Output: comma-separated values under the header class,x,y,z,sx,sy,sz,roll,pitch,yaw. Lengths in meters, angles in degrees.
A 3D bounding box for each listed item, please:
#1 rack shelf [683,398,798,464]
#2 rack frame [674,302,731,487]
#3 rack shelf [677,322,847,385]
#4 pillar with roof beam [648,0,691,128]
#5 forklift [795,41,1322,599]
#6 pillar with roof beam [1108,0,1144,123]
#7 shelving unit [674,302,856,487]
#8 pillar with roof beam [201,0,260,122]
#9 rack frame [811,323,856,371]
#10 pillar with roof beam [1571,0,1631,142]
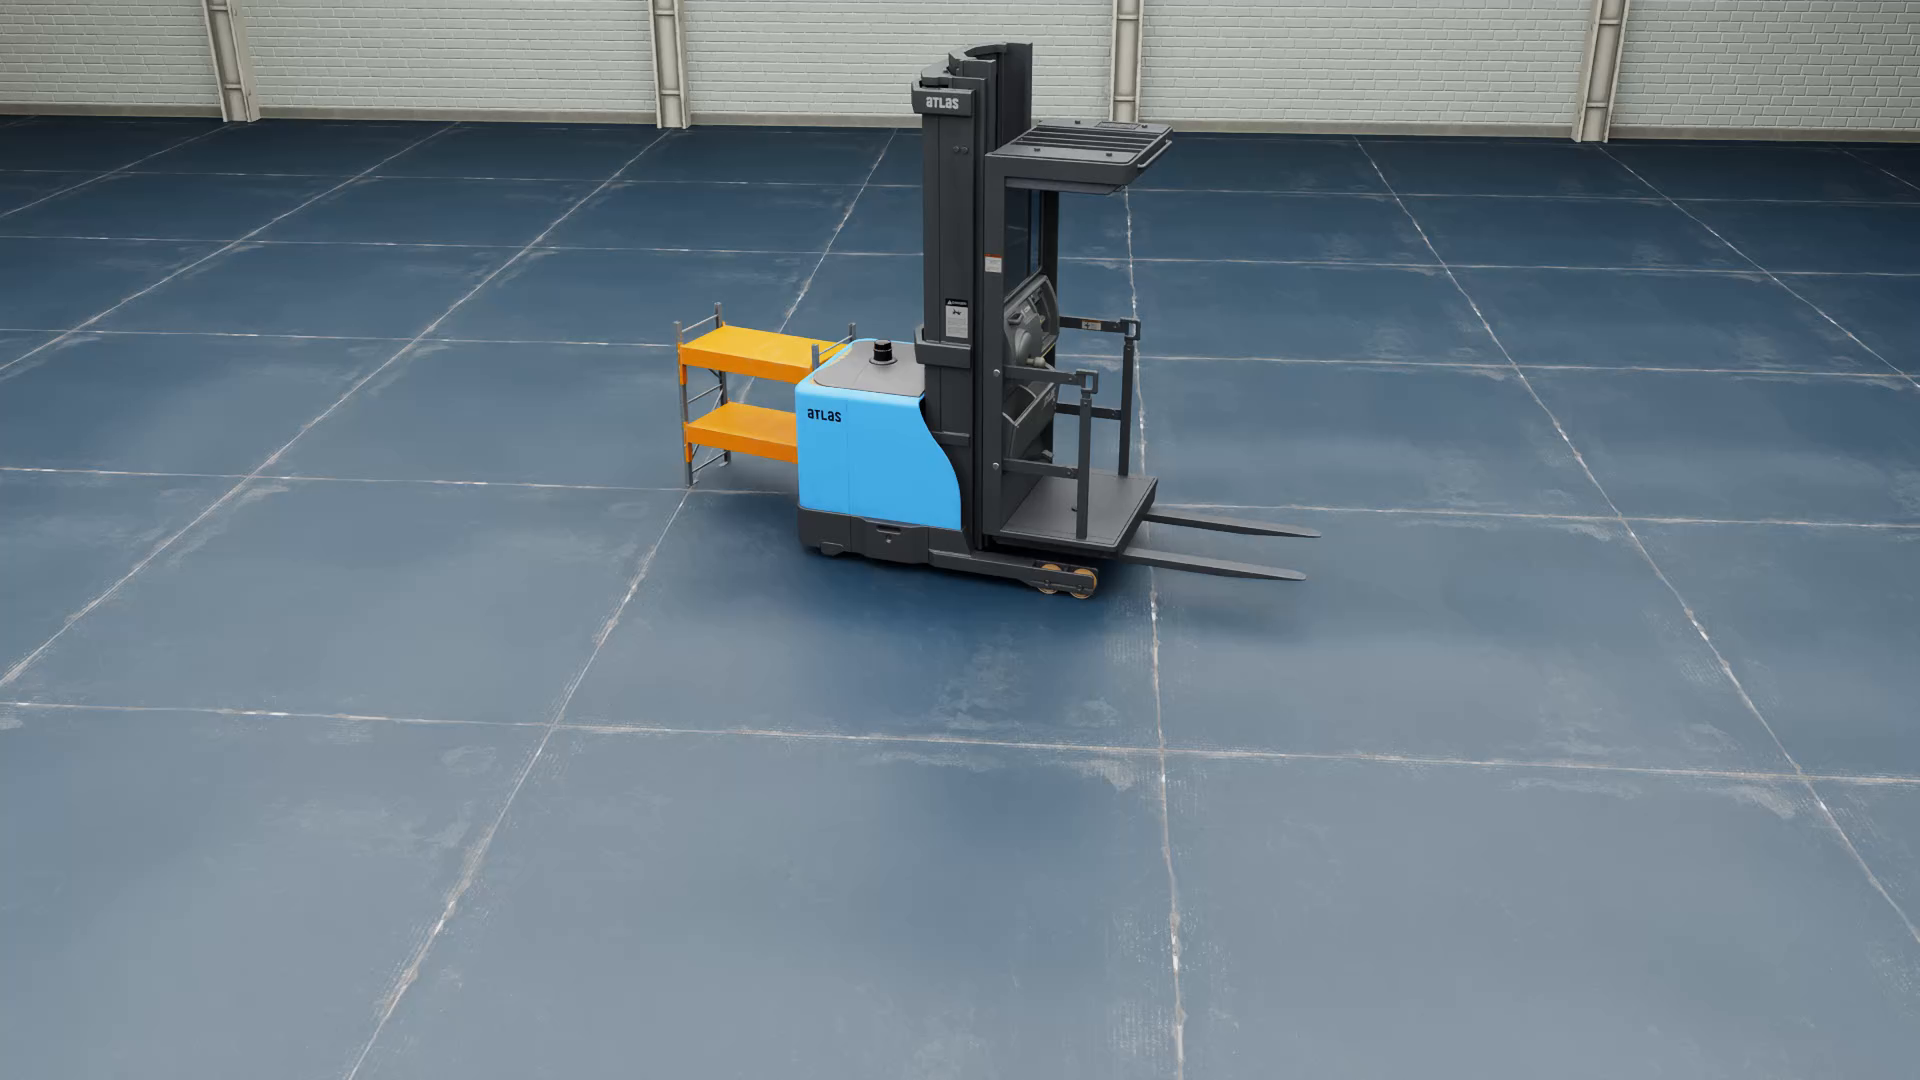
class,x,y,z,sx,sy,sz,roll,pitch,yaw
rack shelf,-1.240,-0.643,10.887,1.000,0.278,0.538,12,27,24
rack frame,-1.695,-0.960,10.991,0.032,1.125,0.500,12,27,24
rack shelf,-1.240,-1.131,10.663,1.000,0.278,0.538,12,27,24
pillar with roof beam,-4.164,-7.853,16.551,0.400,9.000,9.100,2,25,4
forklift,0.596,-1.246,9.451,3.031,2.935,1.130,8,26,17
pillar with roof beam,1.819,-7.661,16.134,0.400,9.000,9.100,2,25,4
shelving unit,-1.240,-0.865,10.785,1.048,1.125,0.538,12,27,24
pillar with roof beam,-10.146,-8.045,16.969,0.400,9.000,9.100,2,25,4
rack frame,-0.784,-0.771,10.580,0.032,1.125,0.500,12,27,24
pillar with roof beam,7.801,-7.469,15.717,0.400,9.000,9.100,2,25,4
